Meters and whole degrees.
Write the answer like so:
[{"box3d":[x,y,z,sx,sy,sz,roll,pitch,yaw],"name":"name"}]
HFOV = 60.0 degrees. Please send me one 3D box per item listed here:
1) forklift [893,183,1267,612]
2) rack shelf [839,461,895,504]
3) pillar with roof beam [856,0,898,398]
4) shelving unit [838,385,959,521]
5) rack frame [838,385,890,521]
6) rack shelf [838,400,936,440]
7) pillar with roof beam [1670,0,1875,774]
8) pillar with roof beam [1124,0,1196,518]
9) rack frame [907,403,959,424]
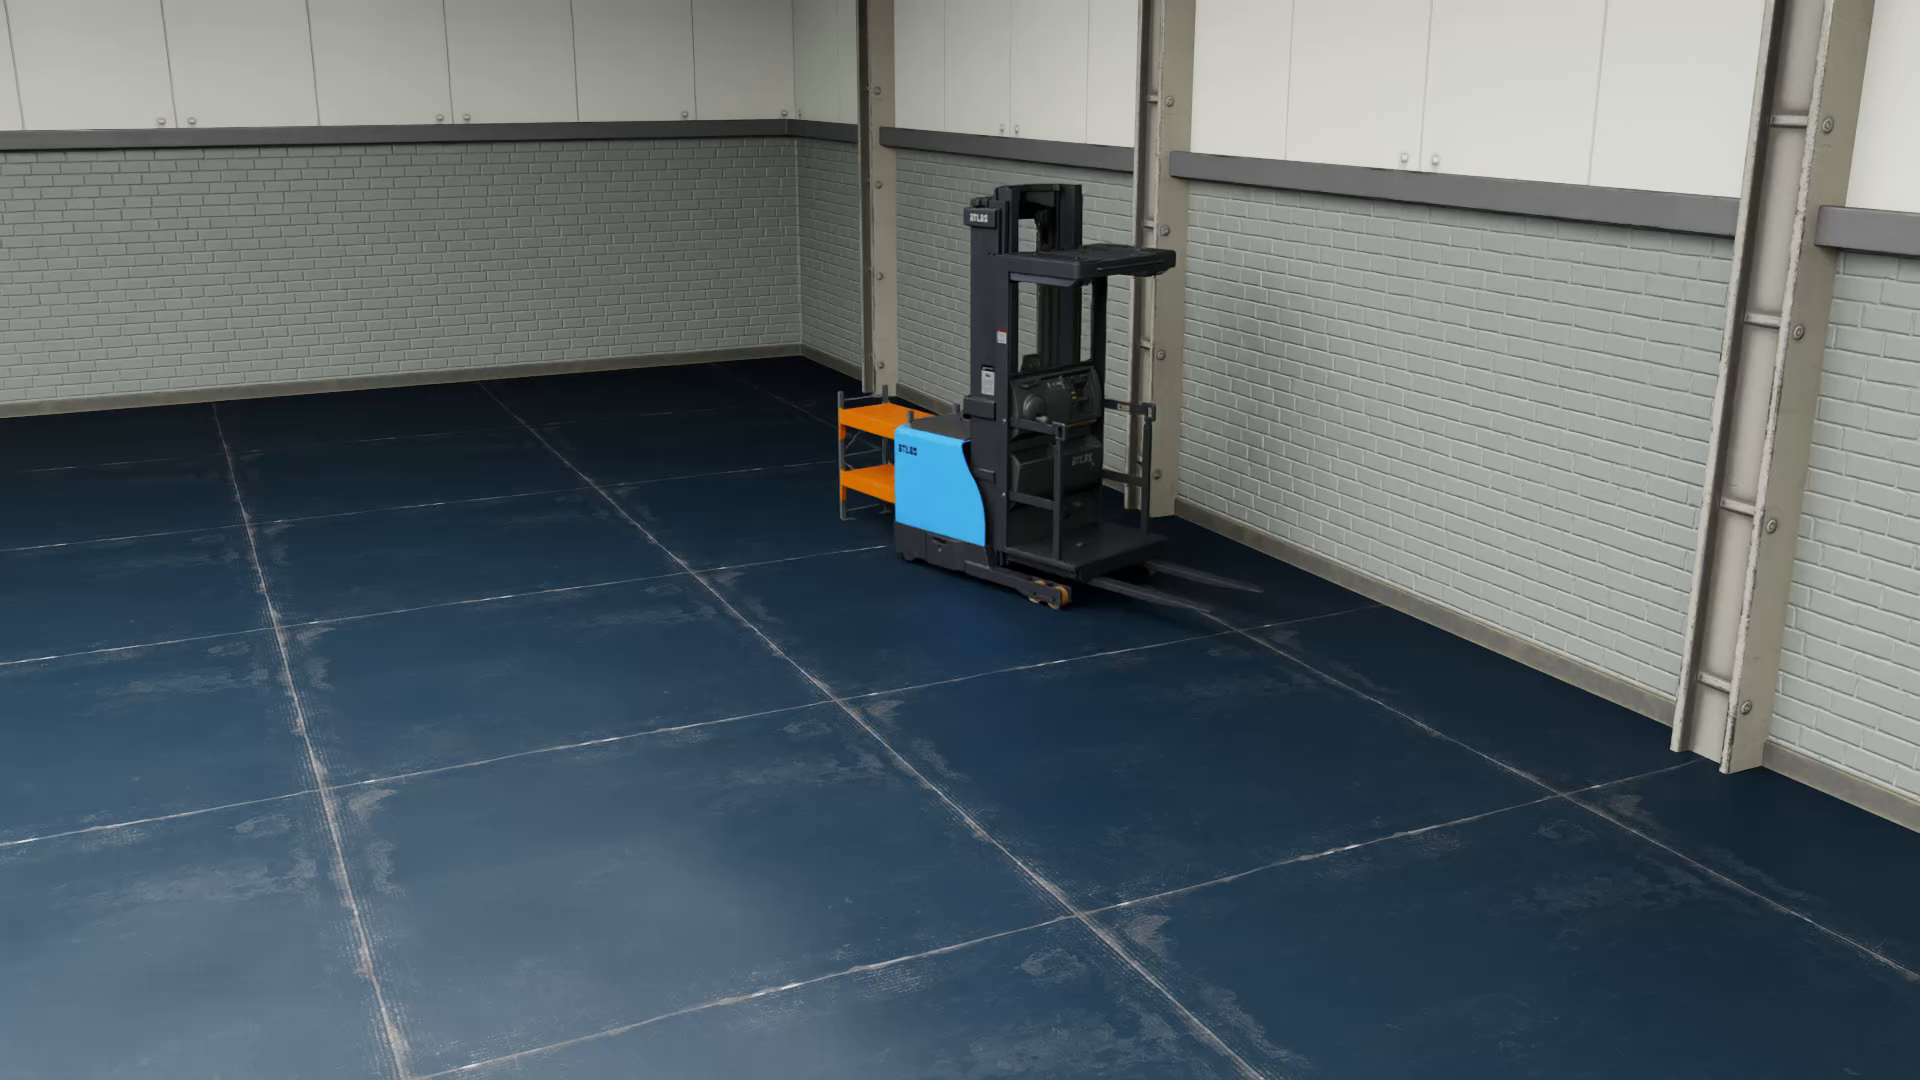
[{"box3d":[0.864,-1.072,12.172,1.130,2.935,3.031,-15,22,-43],"name":"forklift"},{"box3d":[-0.520,-0.405,14.009,0.538,0.278,1.000,-12,20,-35],"name":"rack shelf"},{"box3d":[-4.821,-5.549,16.774,9.100,9.000,0.400,-8,18,-25],"name":"pillar with roof beam"},{"box3d":[-0.520,-0.640,13.941,0.538,1.125,1.048,-12,20,-35],"name":"shelving unit"},{"box3d":[-0.827,-0.752,14.331,0.500,1.125,0.032,-12,20,-35],"name":"rack frame"},{"box3d":[-0.520,-0.921,13.861,0.538,0.278,1.000,-12,20,-35],"name":"rack shelf"},{"box3d":[0.436,-2.574,6.405,9.100,9.000,0.400,-8,18,-25],"name":"pillar with roof beam"},{"box3d":[-2.193,-4.061,11.589,9.100,9.000,0.400,-8,18,-25],"name":"pillar with roof beam"},{"box3d":[-0.213,-0.528,13.552,0.500,1.125,0.032,-12,20,-35],"name":"rack frame"}]
